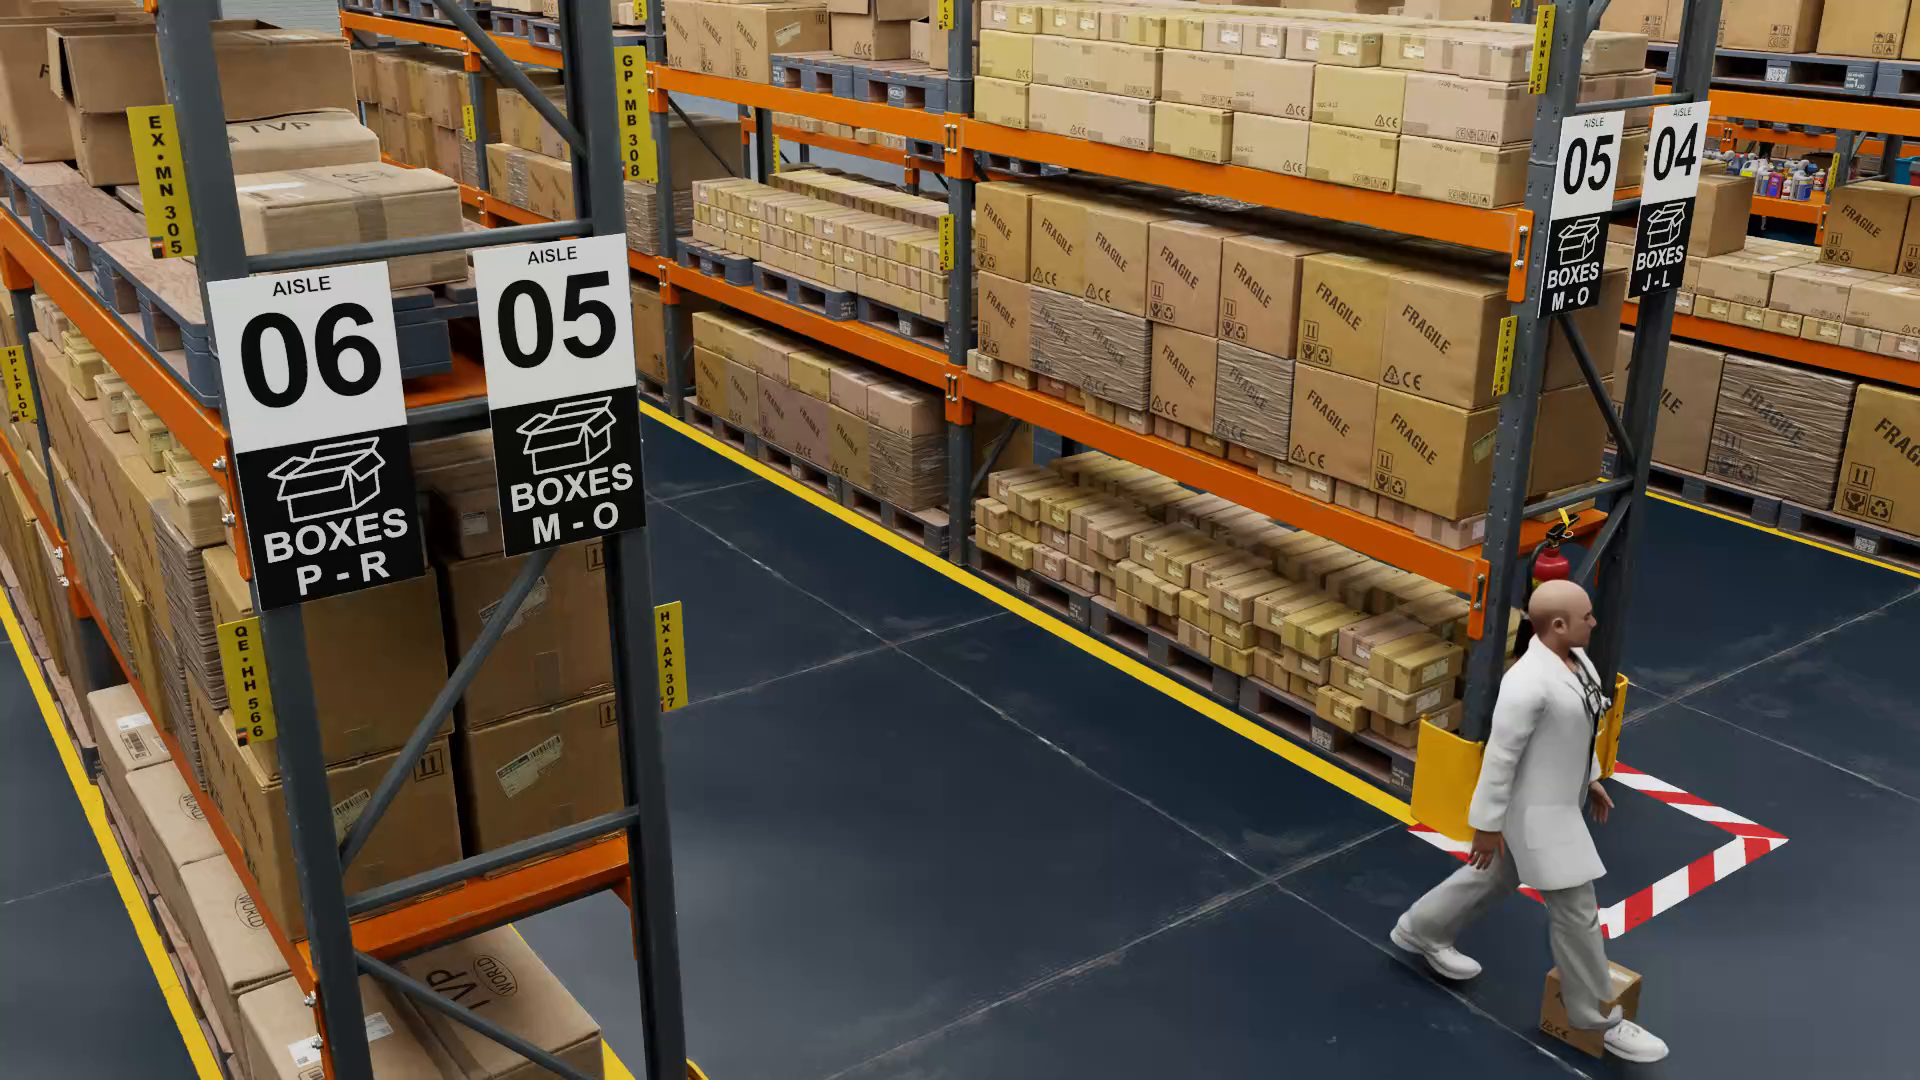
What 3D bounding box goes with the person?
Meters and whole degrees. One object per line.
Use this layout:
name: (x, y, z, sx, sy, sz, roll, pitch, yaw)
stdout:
person: (2.178, 0.971, 6.080, 1.060, 1.732, 0.626, 13, 24, 30)
